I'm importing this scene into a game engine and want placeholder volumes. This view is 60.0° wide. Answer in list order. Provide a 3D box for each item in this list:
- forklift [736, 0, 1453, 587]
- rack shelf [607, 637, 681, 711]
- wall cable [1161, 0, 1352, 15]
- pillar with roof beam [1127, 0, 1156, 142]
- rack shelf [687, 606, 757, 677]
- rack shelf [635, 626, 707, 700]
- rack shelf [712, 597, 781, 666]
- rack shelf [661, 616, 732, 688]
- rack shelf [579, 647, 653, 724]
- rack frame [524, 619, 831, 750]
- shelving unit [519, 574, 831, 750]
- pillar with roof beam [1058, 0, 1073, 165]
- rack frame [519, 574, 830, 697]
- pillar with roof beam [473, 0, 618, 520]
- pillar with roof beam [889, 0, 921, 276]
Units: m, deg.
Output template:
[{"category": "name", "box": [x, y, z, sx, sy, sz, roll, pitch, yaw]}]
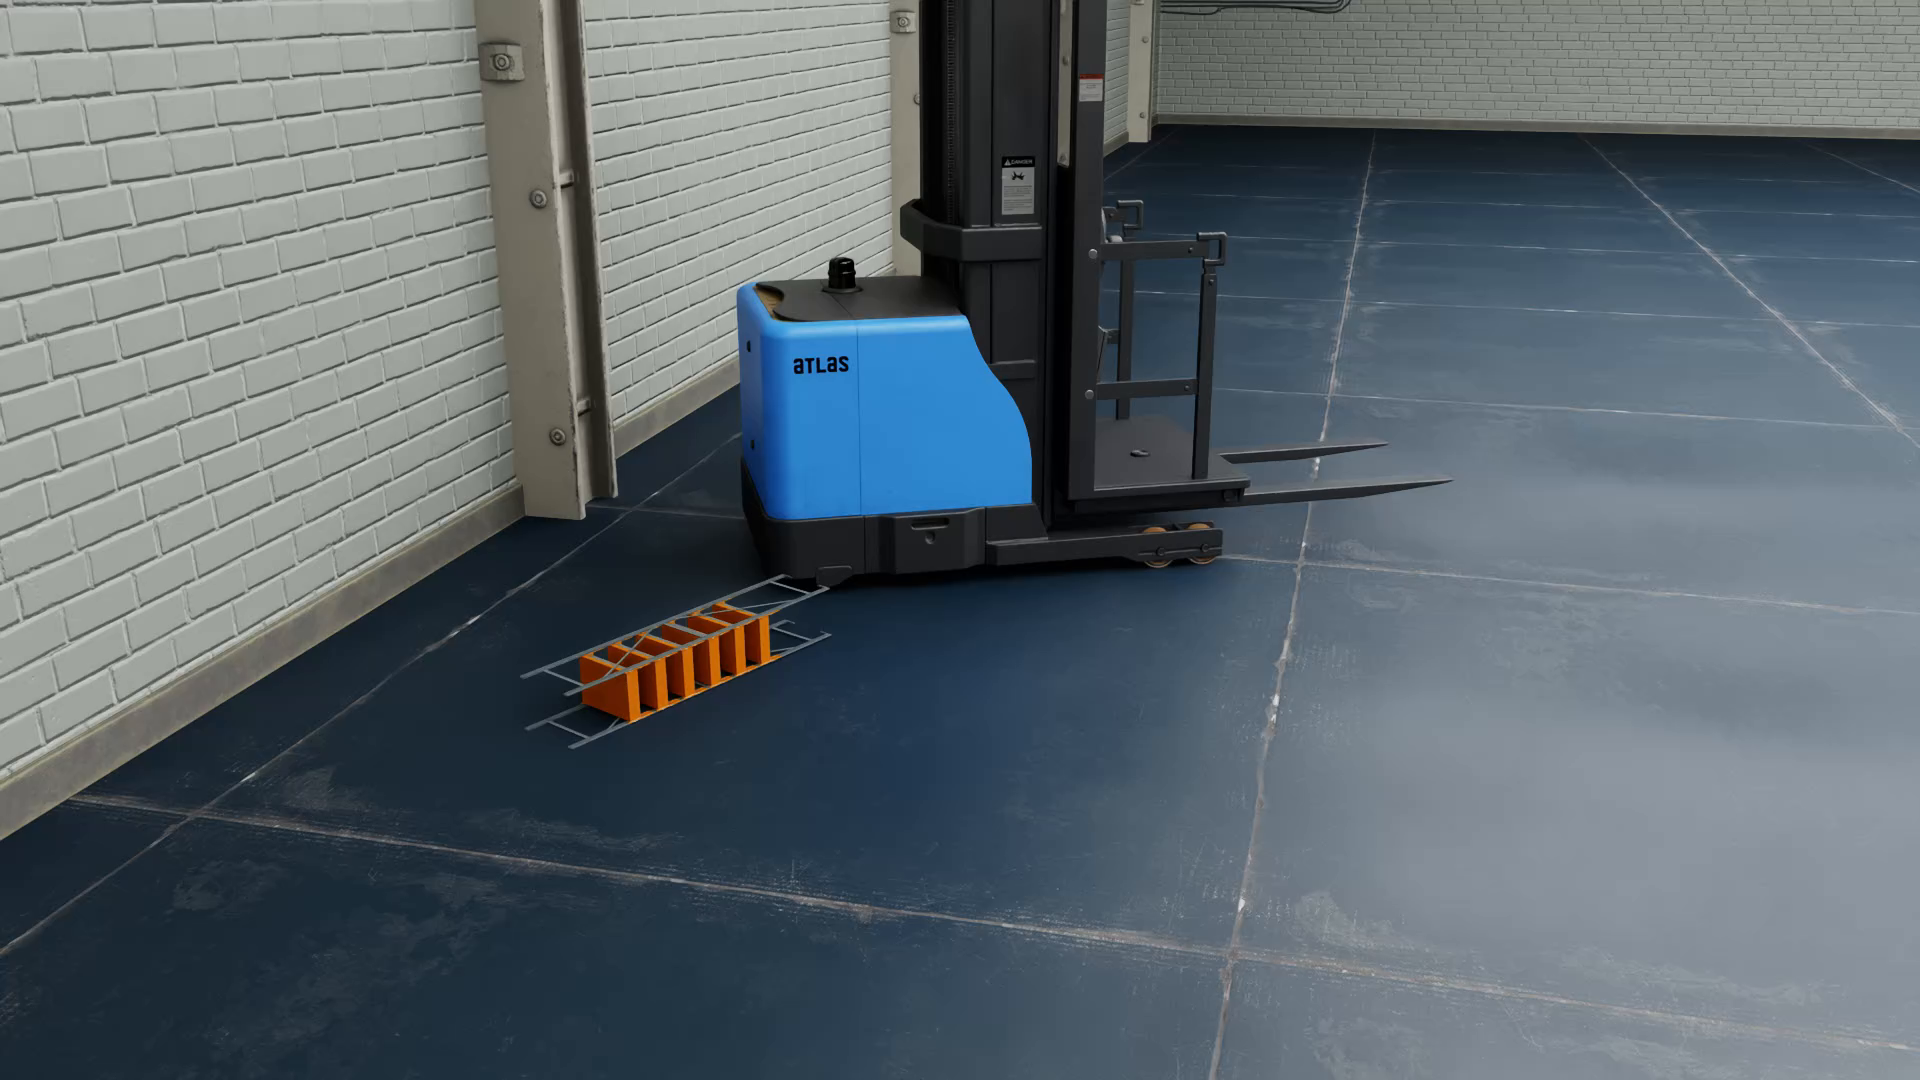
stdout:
[{"category": "forklift", "box": [0.610, -1.433, 6.849, 3.031, 2.935, 1.130, -4, 19, -12]}, {"category": "rack shelf", "box": [-1.066, 0.445, 5.585, 0.258, 0.180, 0.103, 15, 24, 36]}, {"category": "wall cable", "box": [4.599, -9.414, 25.630, 3.097, 2.526, 0.112, 5, 19, 13]}, {"category": "pillar with roof beam", "box": [6.771, -9.724, 21.735, 9.100, 9.000, 0.400, 5, 19, 13]}, {"category": "rack shelf", "box": [-0.841, 0.352, 5.851, 0.258, 0.180, 0.103, 15, 24, 36]}, {"category": "rack shelf", "box": [-0.991, 0.414, 5.674, 0.258, 0.180, 0.103, 15, 24, 36]}, {"category": "rack shelf", "box": [-0.766, 0.321, 5.939, 0.258, 0.180, 0.103, 15, 24, 36]}, {"category": "rack shelf", "box": [-0.916, 0.383, 5.762, 0.258, 0.180, 0.103, 15, 24, 36]}, {"category": "rack shelf", "box": [-1.141, 0.476, 5.497, 0.258, 0.180, 0.103, 15, 24, 36]}, {"category": "rack frame", "box": [-0.944, 0.481, 5.759, 0.240, 0.006, 1.200, 15, 24, 36]}, {"category": "shelving unit", "box": [-0.944, 0.394, 5.729, 0.258, 0.189, 1.200, 15, 24, 36]}, {"category": "pillar with roof beam", "box": [5.305, -7.844, 16.229, 9.100, 9.000, 0.400, 5, 19, 13]}, {"category": "rack frame", "box": [-0.944, 0.308, 5.699, 0.240, 0.006, 1.200, 15, 24, 36]}, {"category": "pillar with roof beam", "box": [2.373, -4.082, 5.218, 9.100, 9.000, 0.400, 5, 19, 13]}, {"category": "pillar with roof beam", "box": [3.839, -5.963, 10.723, 9.100, 9.000, 0.400, 5, 19, 13]}]
